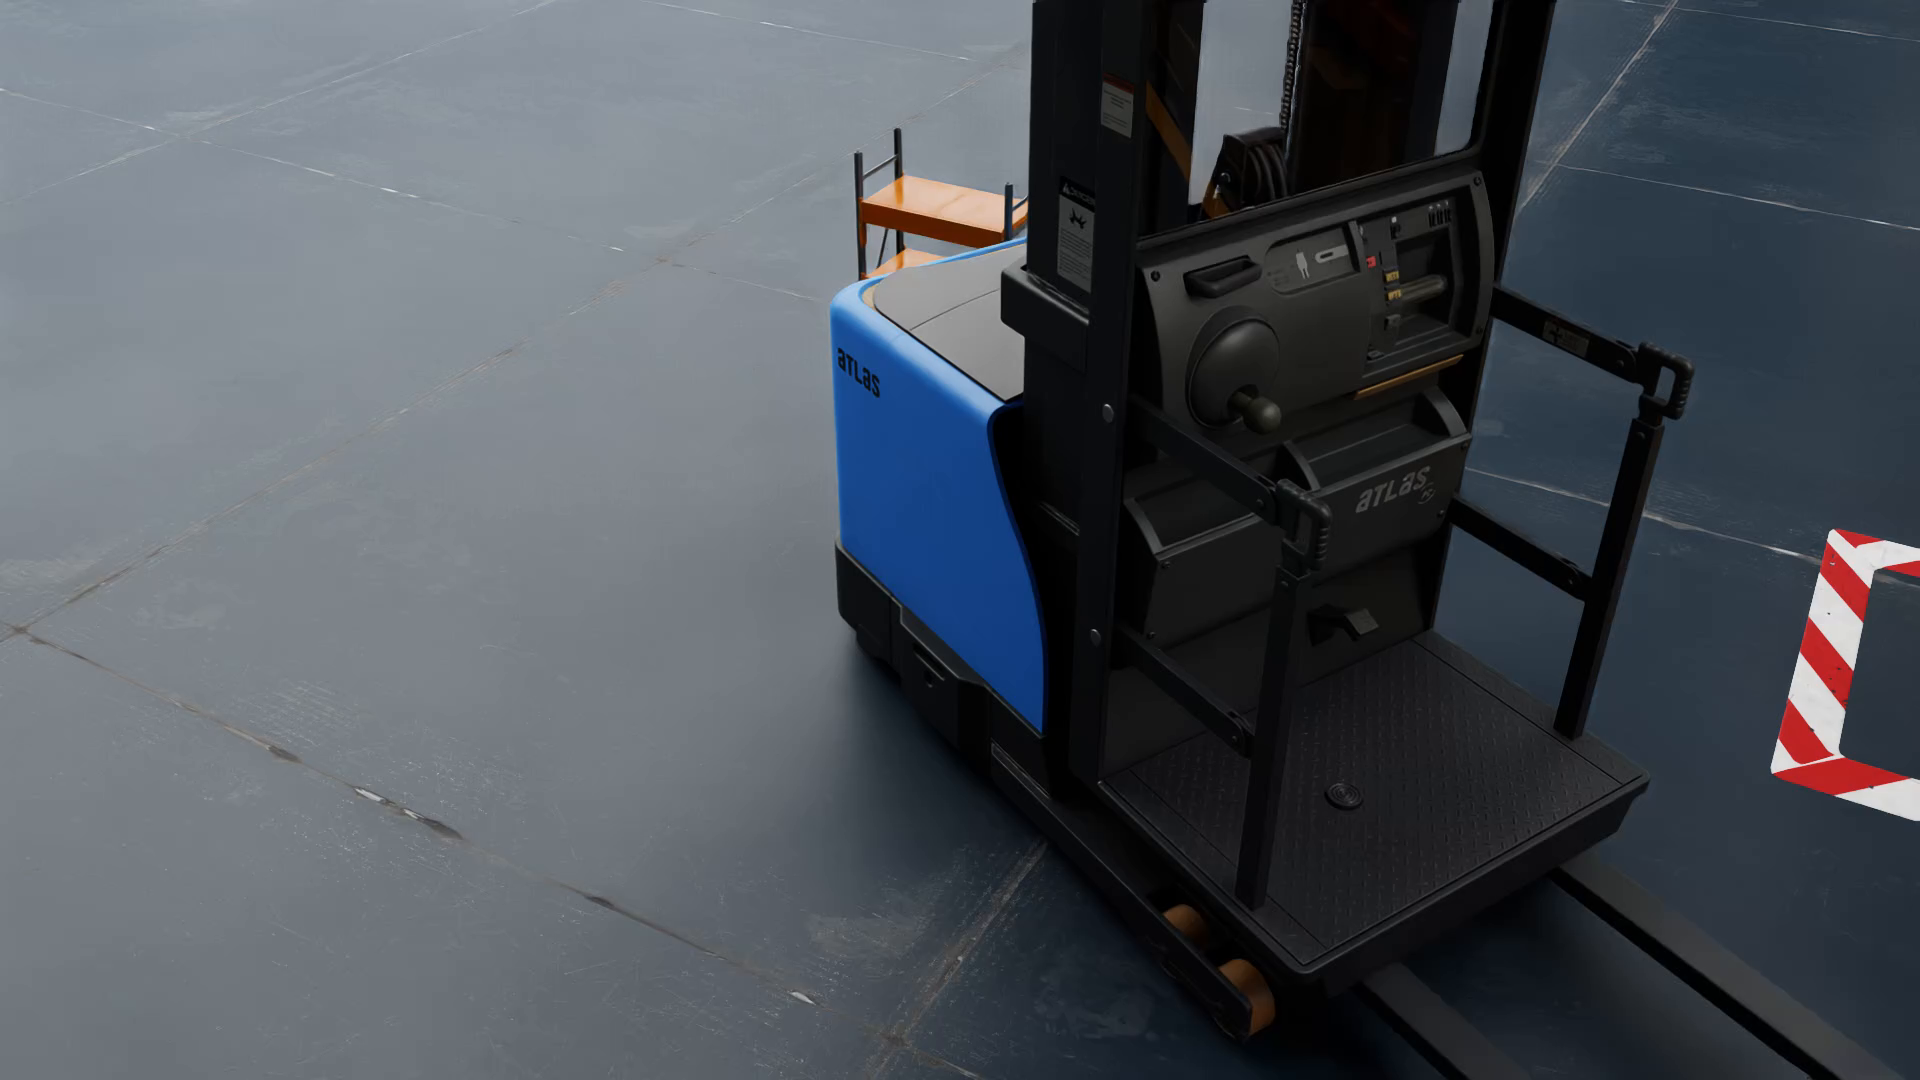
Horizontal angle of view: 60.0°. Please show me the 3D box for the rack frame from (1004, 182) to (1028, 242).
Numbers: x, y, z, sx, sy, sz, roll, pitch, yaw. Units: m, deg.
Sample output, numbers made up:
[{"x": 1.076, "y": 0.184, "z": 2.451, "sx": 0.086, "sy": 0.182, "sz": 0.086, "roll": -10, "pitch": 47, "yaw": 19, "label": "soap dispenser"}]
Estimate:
[{"x": 0.188, "y": -0.529, "z": 4.962, "sx": 0.015, "sy": 1.200, "sz": 0.240, "roll": 17, "pitch": 37, "yaw": 24, "label": "rack frame"}]

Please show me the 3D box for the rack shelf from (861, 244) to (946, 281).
[{"x": -0.025, "y": -0.725, "z": 4.974, "sx": 0.480, "sy": 0.148, "sz": 0.258, "roll": 17, "pitch": 37, "yaw": 24, "label": "rack shelf"}]

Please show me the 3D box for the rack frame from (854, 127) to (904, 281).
[{"x": -0.238, "y": -0.661, "z": 5.160, "sx": 0.015, "sy": 1.200, "sz": 0.240, "roll": 17, "pitch": 37, "yaw": 24, "label": "rack frame"}]

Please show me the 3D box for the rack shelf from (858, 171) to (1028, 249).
[{"x": -0.025, "y": -0.922, "z": 4.843, "sx": 0.480, "sy": 0.148, "sz": 0.258, "roll": 17, "pitch": 37, "yaw": 24, "label": "rack shelf"}]

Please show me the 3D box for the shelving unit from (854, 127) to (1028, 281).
[{"x": -0.025, "y": -0.595, "z": 5.061, "sx": 0.503, "sy": 1.200, "sz": 0.258, "roll": 17, "pitch": 37, "yaw": 24, "label": "shelving unit"}]

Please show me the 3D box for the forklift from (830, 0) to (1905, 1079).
[{"x": 0.872, "y": -0.440, "z": 3.266, "sx": 1.130, "sy": 2.935, "sz": 3.031, "roll": -20, "pitch": 38, "yaw": -27, "label": "forklift"}]
